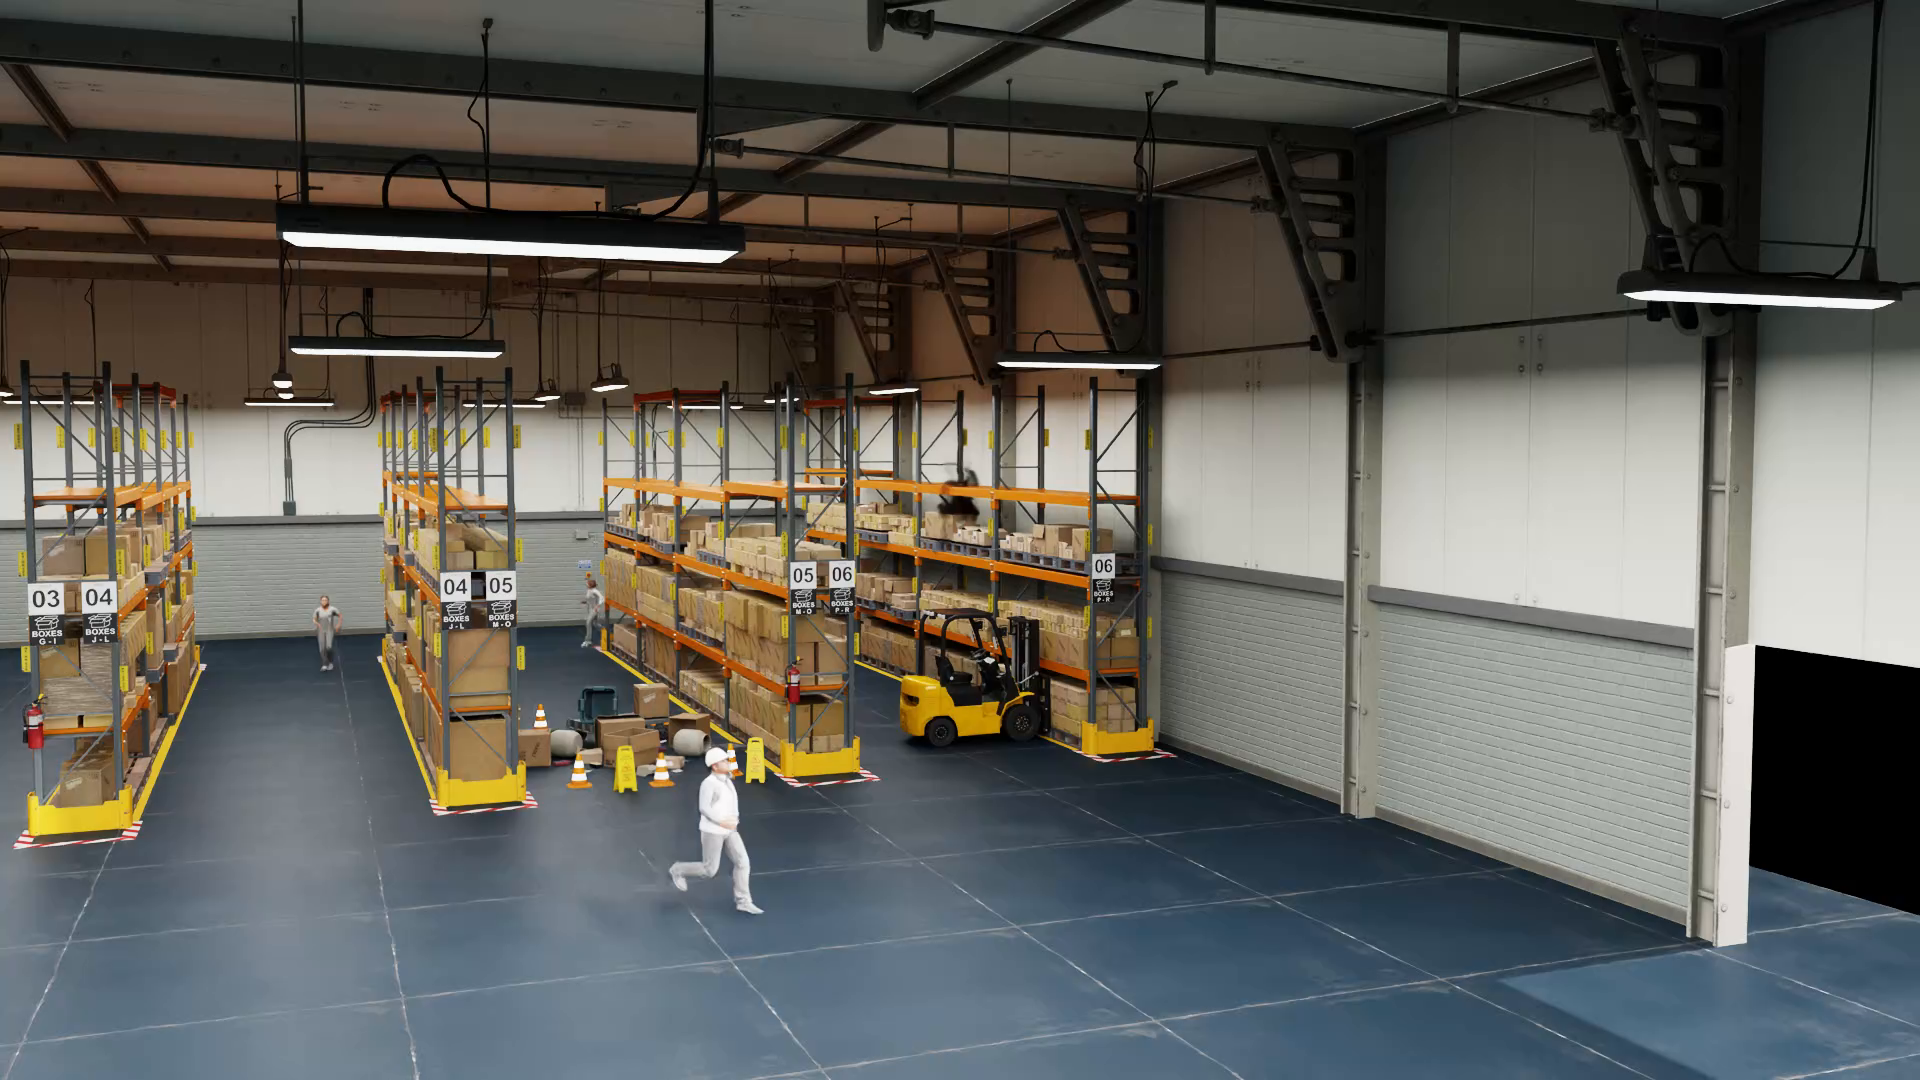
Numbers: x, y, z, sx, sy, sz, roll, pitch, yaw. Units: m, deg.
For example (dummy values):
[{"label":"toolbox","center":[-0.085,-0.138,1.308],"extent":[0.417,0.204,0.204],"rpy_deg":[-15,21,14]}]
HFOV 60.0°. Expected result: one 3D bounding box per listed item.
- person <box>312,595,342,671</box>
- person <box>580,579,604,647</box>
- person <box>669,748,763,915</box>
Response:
[{"label":"person","center":[-13.701,2.015,35.990],"extent":[0.586,1.650,0.638],"rpy_deg":[-1,4,-14]},{"label":"person","center":[-8.886,1.769,40.450],"extent":[0.745,1.637,0.556],"rpy_deg":[-2,4,-25]},{"label":"person","center":[-2.593,3.087,17.670],"extent":[1.049,1.764,0.638],"rpy_deg":[1,4,22]}]
